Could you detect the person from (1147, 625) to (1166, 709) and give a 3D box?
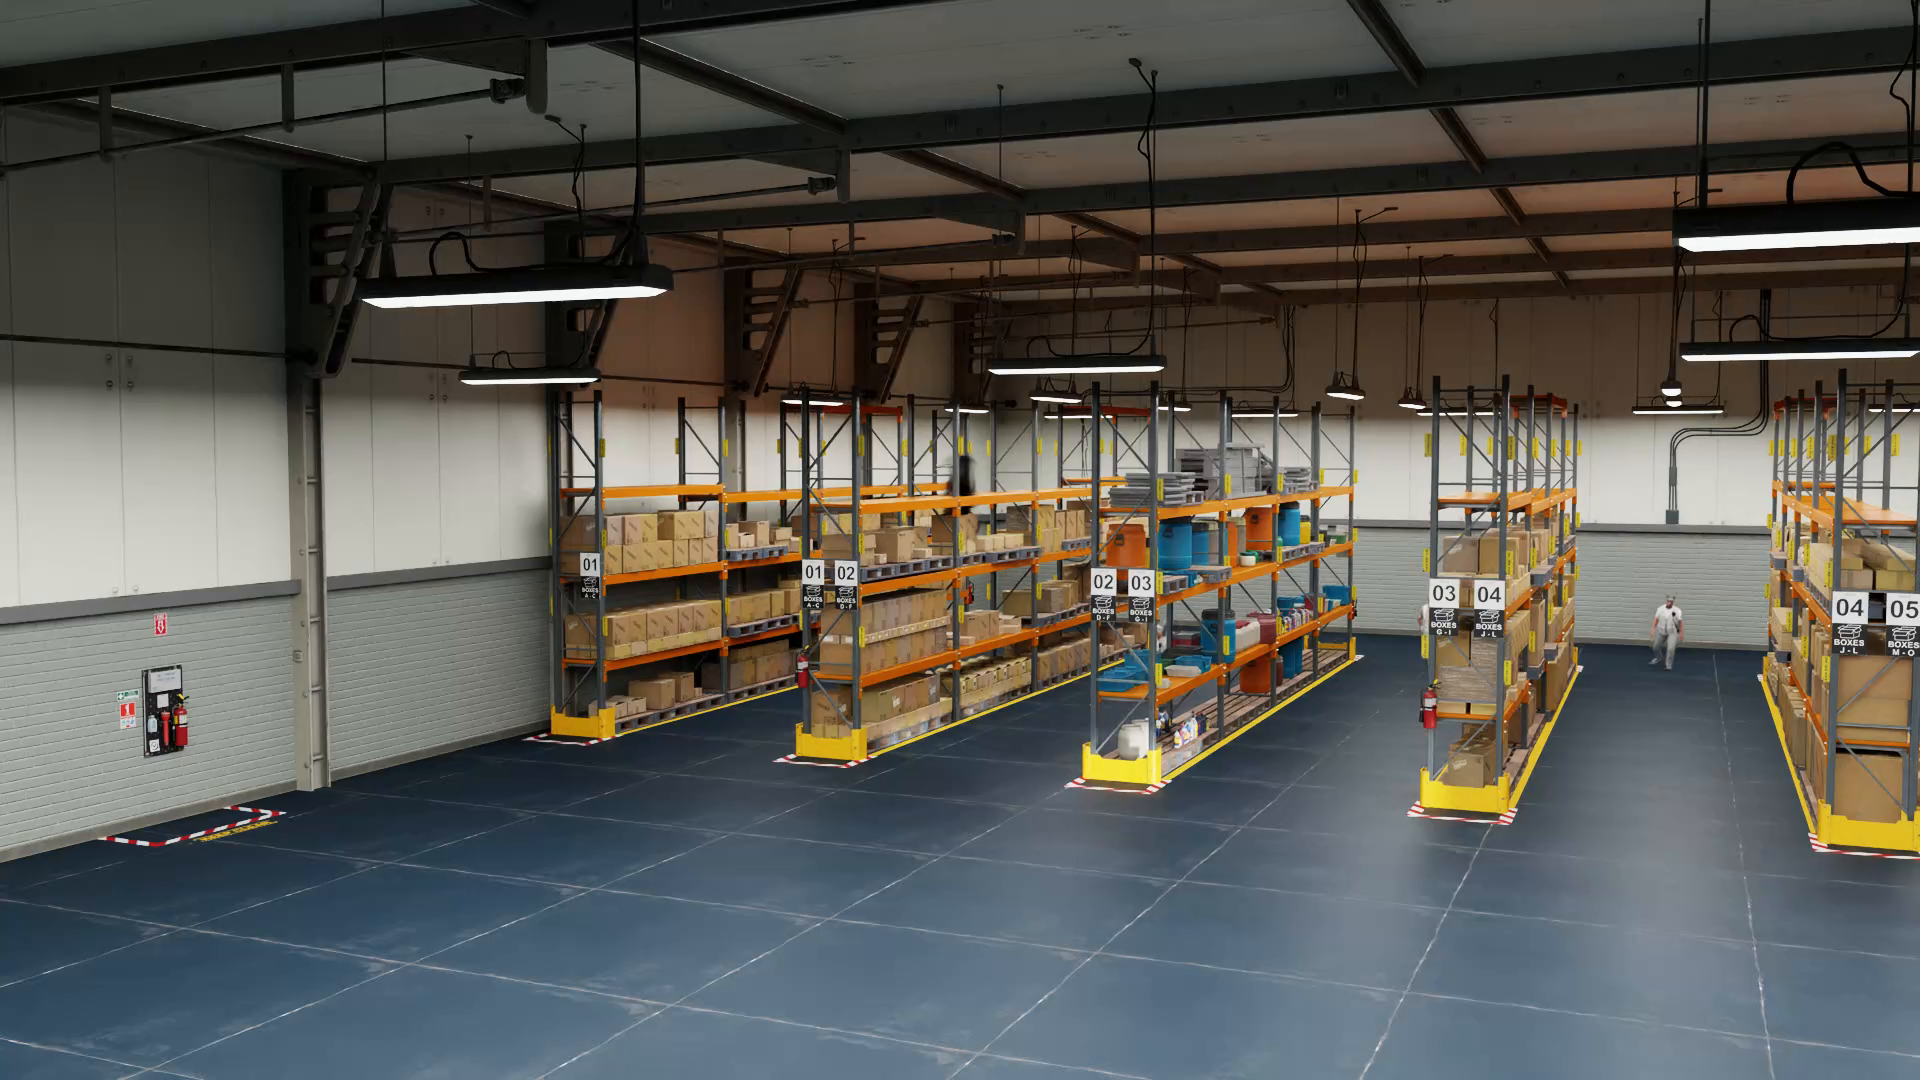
[{"bbox_3d":[3.869,2.428,32.059,0.912,1.612,0.643,-3,4,-39],"label":"person"}]

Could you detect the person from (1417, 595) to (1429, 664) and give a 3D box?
[{"bbox_3d":[10.658,2.068,37.542,0.672,1.723,0.632,1,3,22],"label":"person"}]

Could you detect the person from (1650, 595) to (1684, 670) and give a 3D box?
[{"bbox_3d":[16.019,2.069,37.664,0.792,1.693,0.682,2,4,36],"label":"person"}]
